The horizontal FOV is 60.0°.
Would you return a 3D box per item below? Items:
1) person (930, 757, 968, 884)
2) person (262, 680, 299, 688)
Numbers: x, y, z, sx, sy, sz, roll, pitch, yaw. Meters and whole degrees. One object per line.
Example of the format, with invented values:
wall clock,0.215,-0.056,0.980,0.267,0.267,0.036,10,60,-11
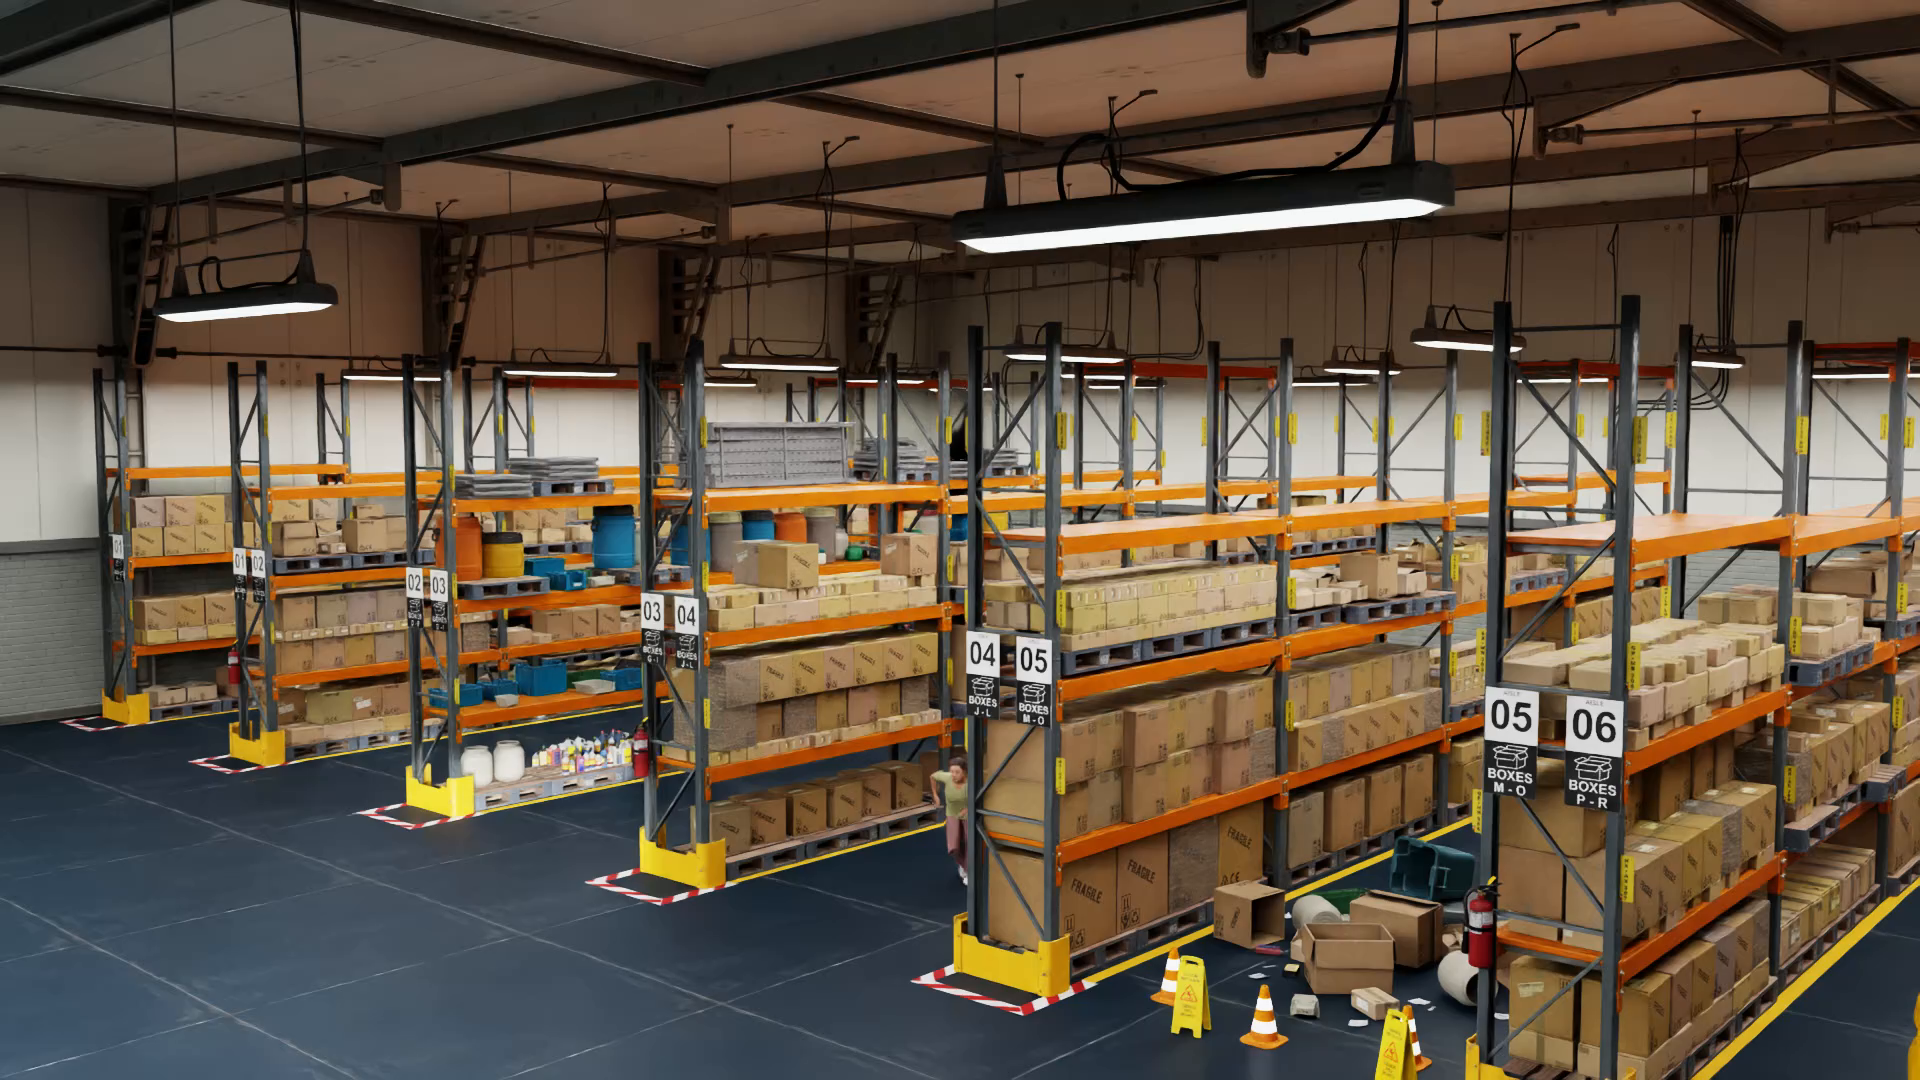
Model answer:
person,-0.034,3.076,18.226,0.607,1.503,0.811,1,4,9
person,-10.975,2.355,26.977,0.592,1.646,0.546,2,5,26
